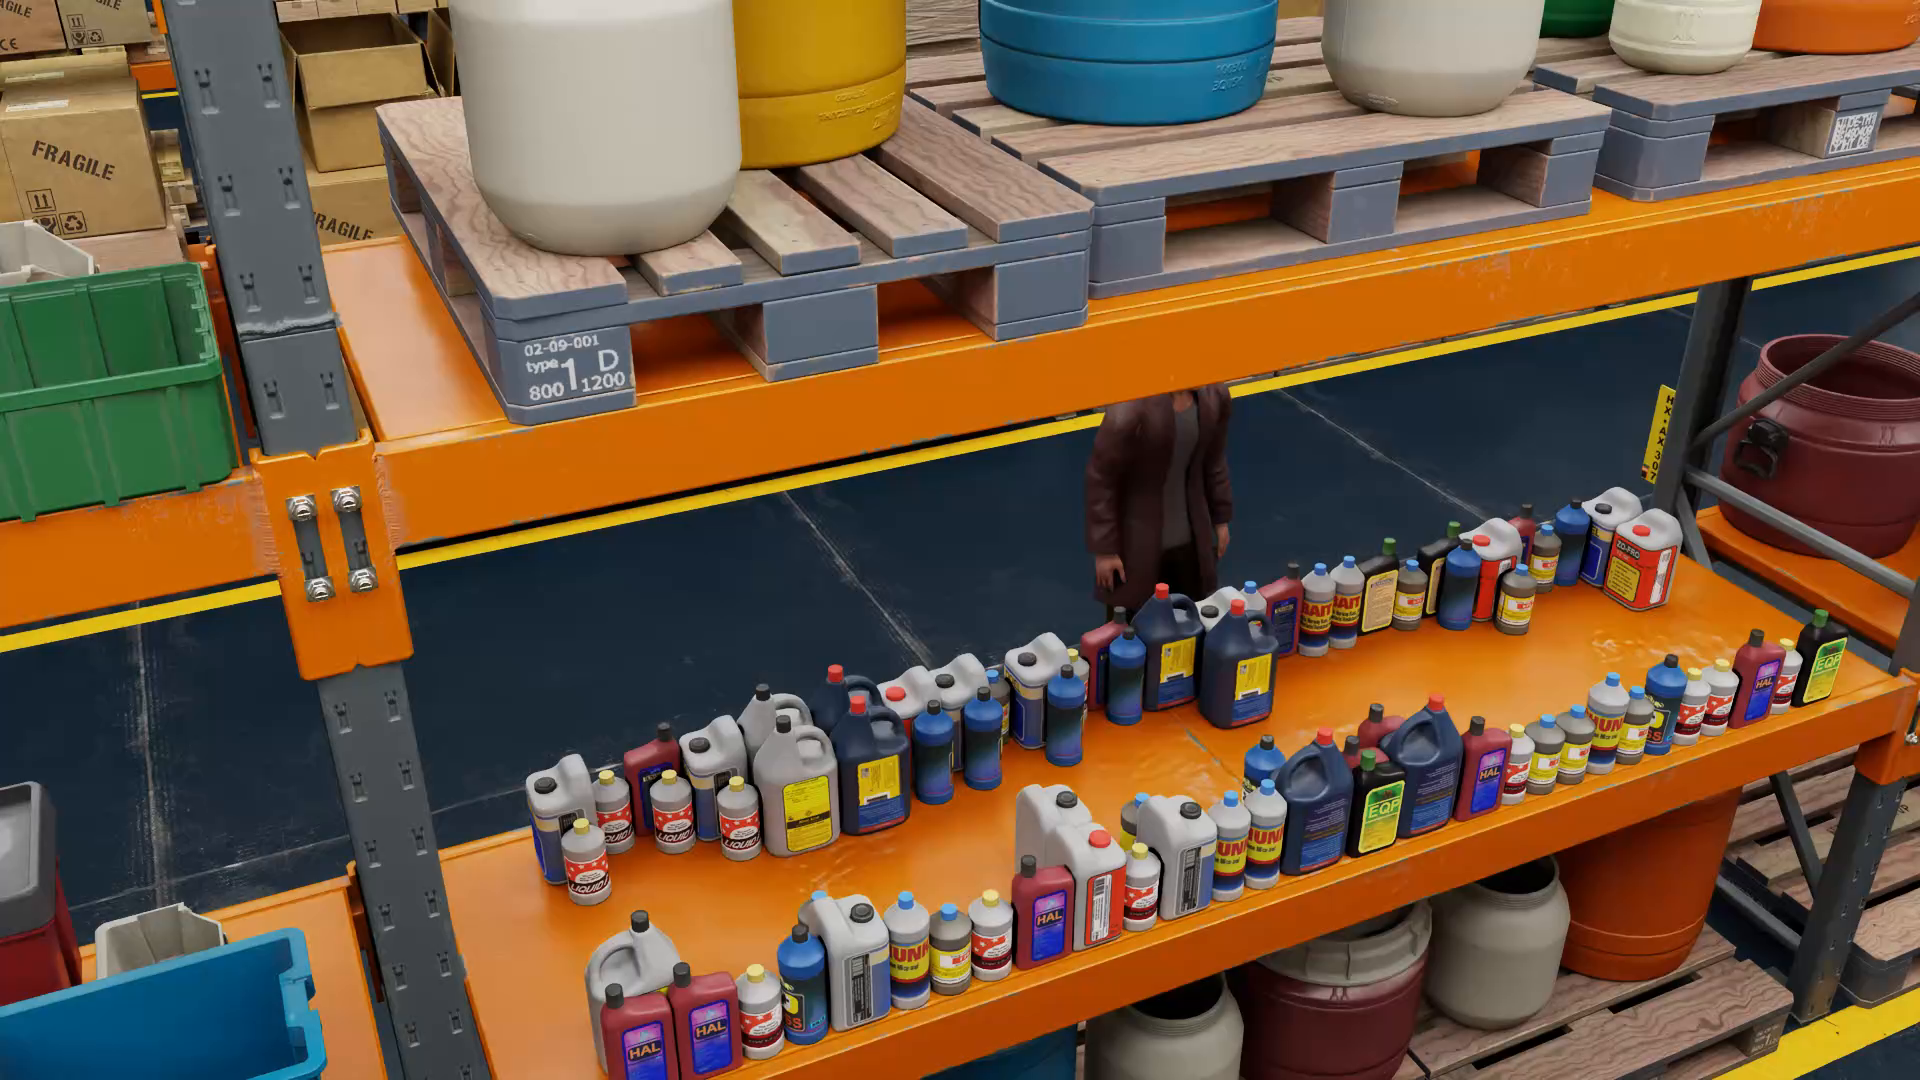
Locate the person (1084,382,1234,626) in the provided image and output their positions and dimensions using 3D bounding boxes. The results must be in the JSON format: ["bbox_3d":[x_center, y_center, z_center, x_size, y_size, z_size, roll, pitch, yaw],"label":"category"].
[{"bbox_3d":[0.746,-0.011,6.163,0.647,1.772,0.429,-15,32,-25],"label":"person"}]
